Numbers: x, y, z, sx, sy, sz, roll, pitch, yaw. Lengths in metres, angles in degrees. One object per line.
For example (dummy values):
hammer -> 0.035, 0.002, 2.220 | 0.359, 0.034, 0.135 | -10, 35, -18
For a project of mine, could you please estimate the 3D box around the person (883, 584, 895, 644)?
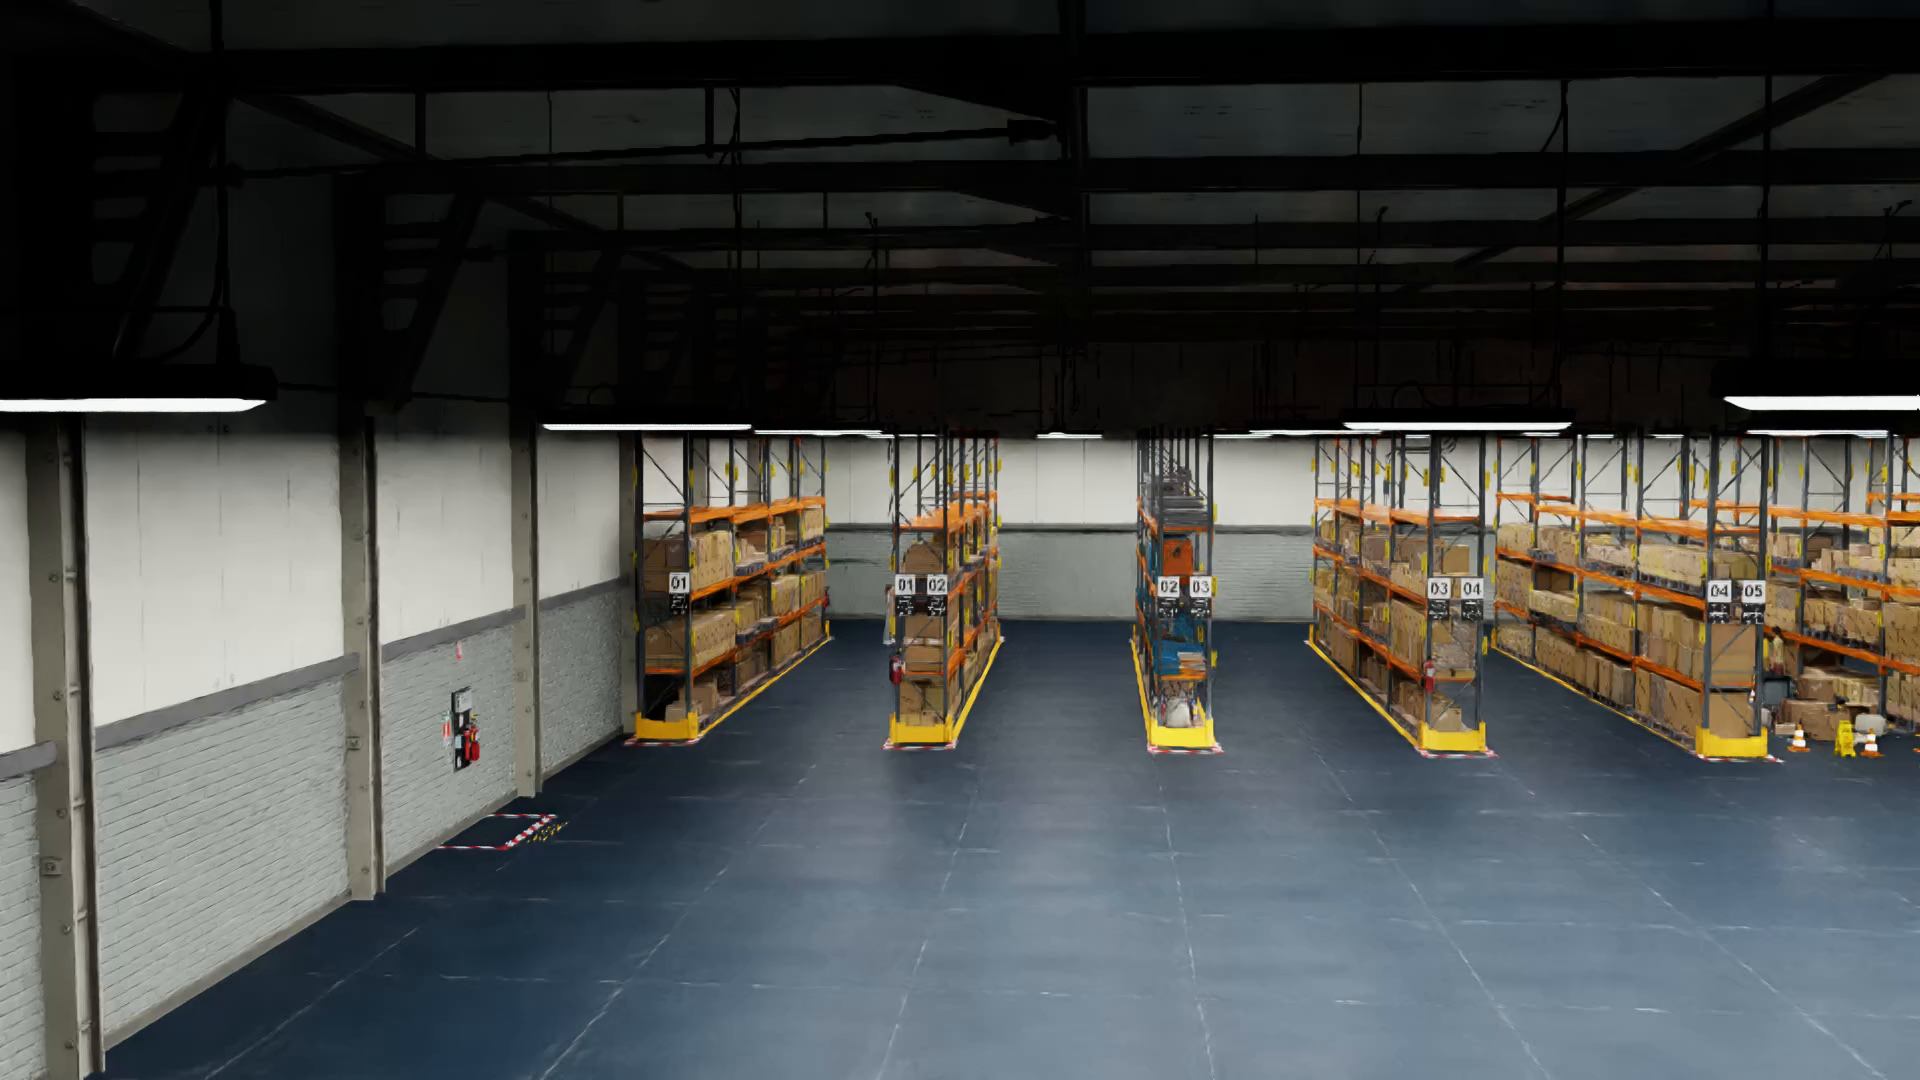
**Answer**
person -> -1.967, 2.059, 46.724 | 0.380, 1.681, 0.598 | 0, 3, -3

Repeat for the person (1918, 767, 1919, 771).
person -> 16.891, 3.180, 28.737 | 0.534, 1.650, 0.571 | -2, 4, -24

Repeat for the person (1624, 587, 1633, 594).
person -> 19.168, 2.022, 47.640 | 0.463, 1.659, 0.631 | -2, 4, -26

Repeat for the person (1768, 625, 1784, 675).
person -> 17.769, 2.690, 36.308 | 0.570, 1.666, 0.567 | 2, 4, 31
